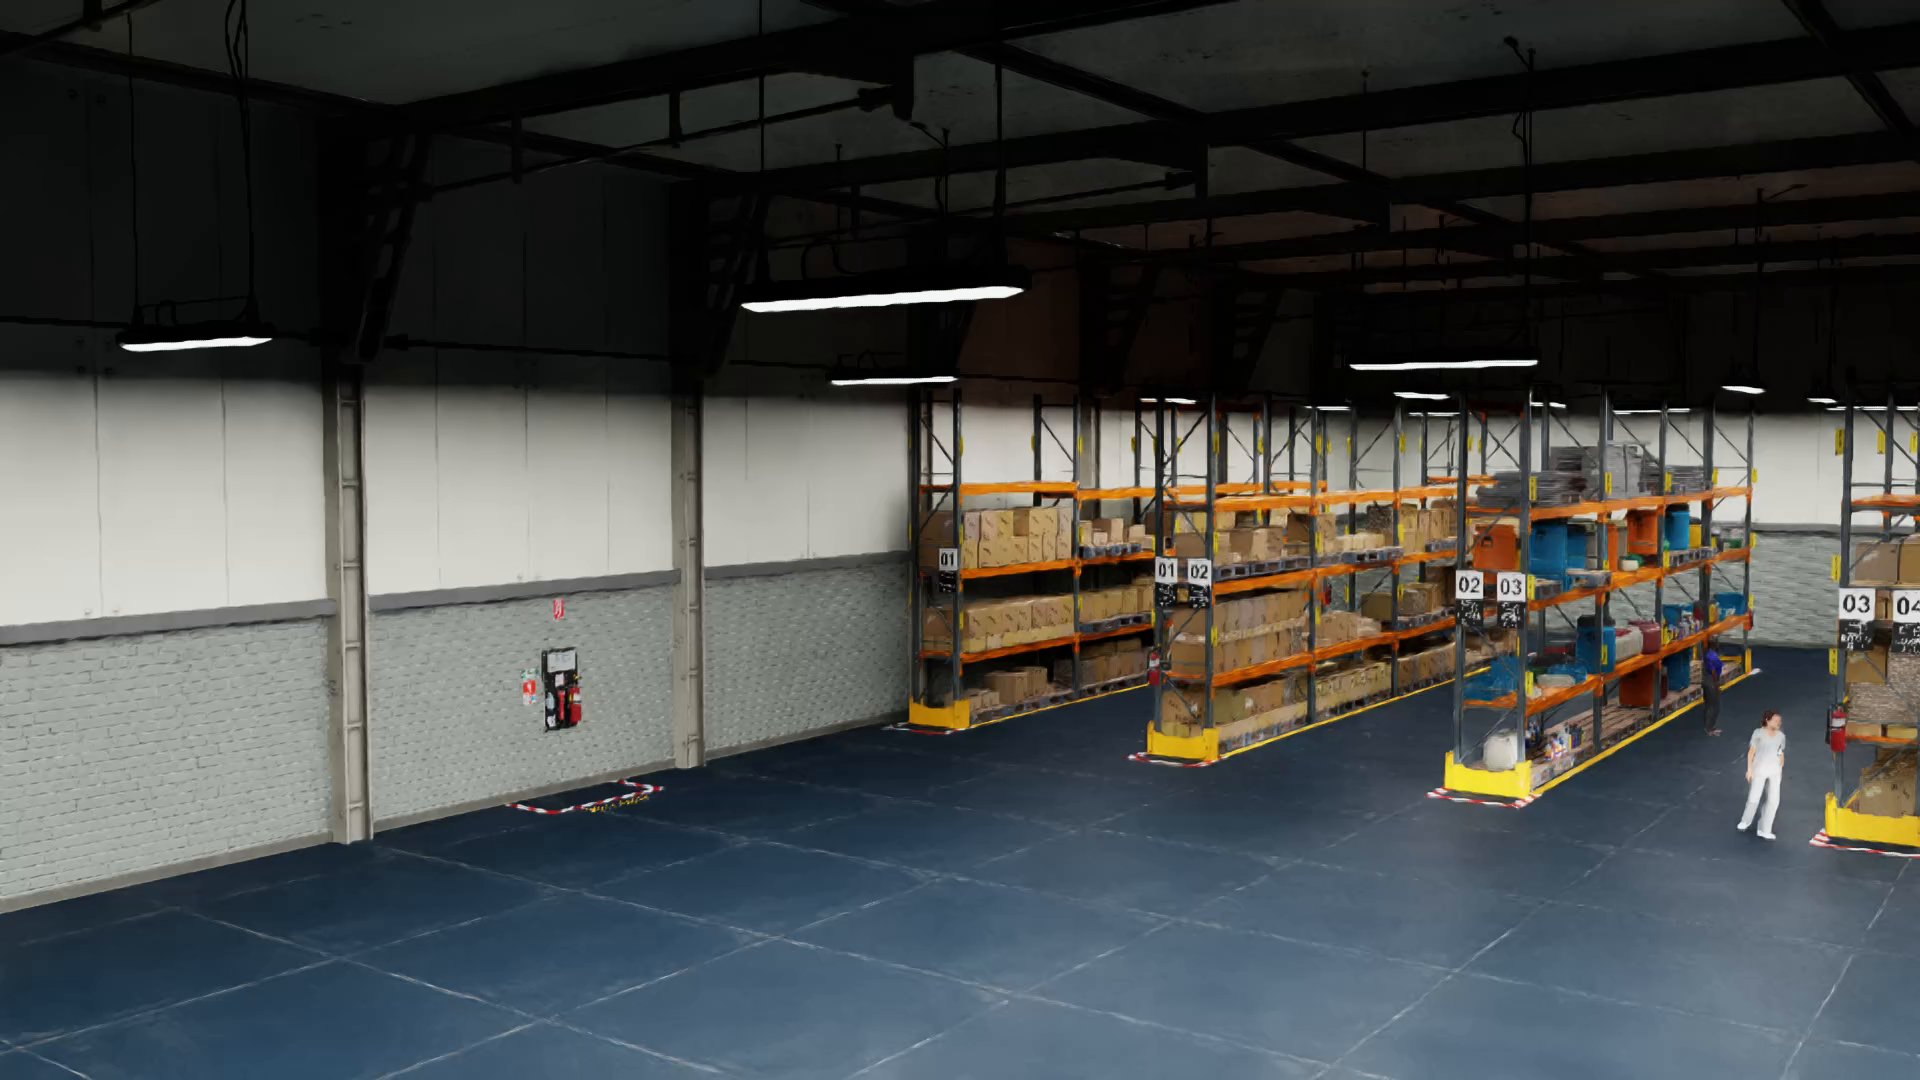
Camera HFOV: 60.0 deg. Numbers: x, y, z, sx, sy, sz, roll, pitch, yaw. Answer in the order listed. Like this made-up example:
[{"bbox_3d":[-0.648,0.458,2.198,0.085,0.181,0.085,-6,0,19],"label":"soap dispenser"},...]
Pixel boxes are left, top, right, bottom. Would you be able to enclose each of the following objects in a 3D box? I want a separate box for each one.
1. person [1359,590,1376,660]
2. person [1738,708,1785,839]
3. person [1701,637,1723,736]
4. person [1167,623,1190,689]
[{"bbox_3d":[9.415,1.989,37.727,1.043,1.706,0.571,-3,5,-45],"label":"person"},{"bbox_3d":[10.269,2.962,21.295,0.506,1.657,0.538,0,3,2],"label":"person"},{"bbox_3d":[13.100,2.552,28.915,0.359,1.724,0.526,1,3,9],"label":"person"},{"bbox_3d":[4.381,2.221,32.877,0.655,1.784,0.569,-1,4,-23],"label":"person"}]
